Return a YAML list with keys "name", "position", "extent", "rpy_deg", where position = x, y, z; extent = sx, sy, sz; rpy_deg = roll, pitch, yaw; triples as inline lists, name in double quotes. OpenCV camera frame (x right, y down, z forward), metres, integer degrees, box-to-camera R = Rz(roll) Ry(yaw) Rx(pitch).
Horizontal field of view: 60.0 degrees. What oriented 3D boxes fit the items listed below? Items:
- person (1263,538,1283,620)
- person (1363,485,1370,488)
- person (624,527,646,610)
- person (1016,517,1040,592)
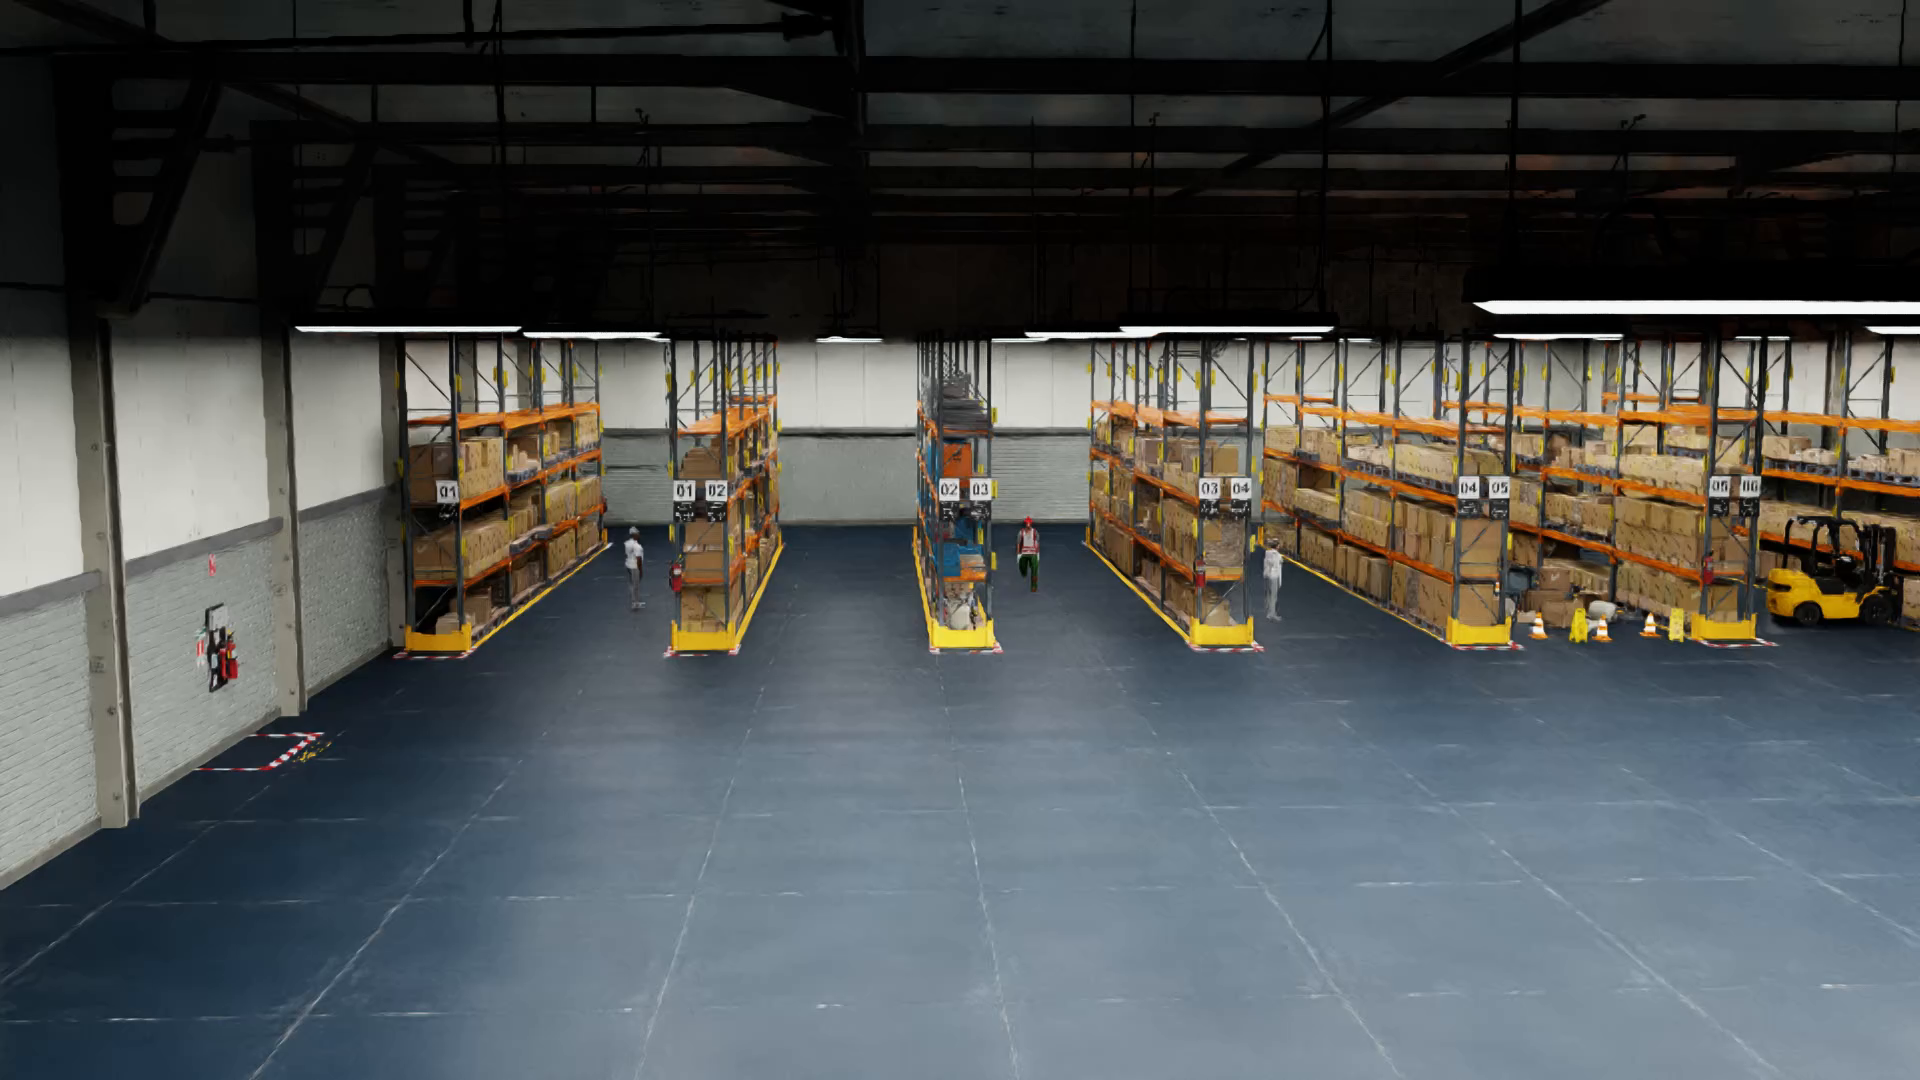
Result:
- name: "person"
  position: [6.552, 0.795, 34.670]
  extent: [0.433, 1.684, 0.553]
  rpy_deg: [-4, 8, -29]
- name: "person"
  position: [11.315, -0.658, 46.525]
  extent: [0.643, 1.773, 0.673]
  rpy_deg: [2, 7, 18]
- name: "person"
  position: [-6.990, 0.596, 35.945]
  extent: [0.447, 1.771, 0.632]
  rpy_deg: [-4, 8, -33]
- name: "person"
  position: [1.582, 0.313, 38.594]
  extent: [0.553, 1.713, 1.134]
  rpy_deg: [0, 7, 0]
